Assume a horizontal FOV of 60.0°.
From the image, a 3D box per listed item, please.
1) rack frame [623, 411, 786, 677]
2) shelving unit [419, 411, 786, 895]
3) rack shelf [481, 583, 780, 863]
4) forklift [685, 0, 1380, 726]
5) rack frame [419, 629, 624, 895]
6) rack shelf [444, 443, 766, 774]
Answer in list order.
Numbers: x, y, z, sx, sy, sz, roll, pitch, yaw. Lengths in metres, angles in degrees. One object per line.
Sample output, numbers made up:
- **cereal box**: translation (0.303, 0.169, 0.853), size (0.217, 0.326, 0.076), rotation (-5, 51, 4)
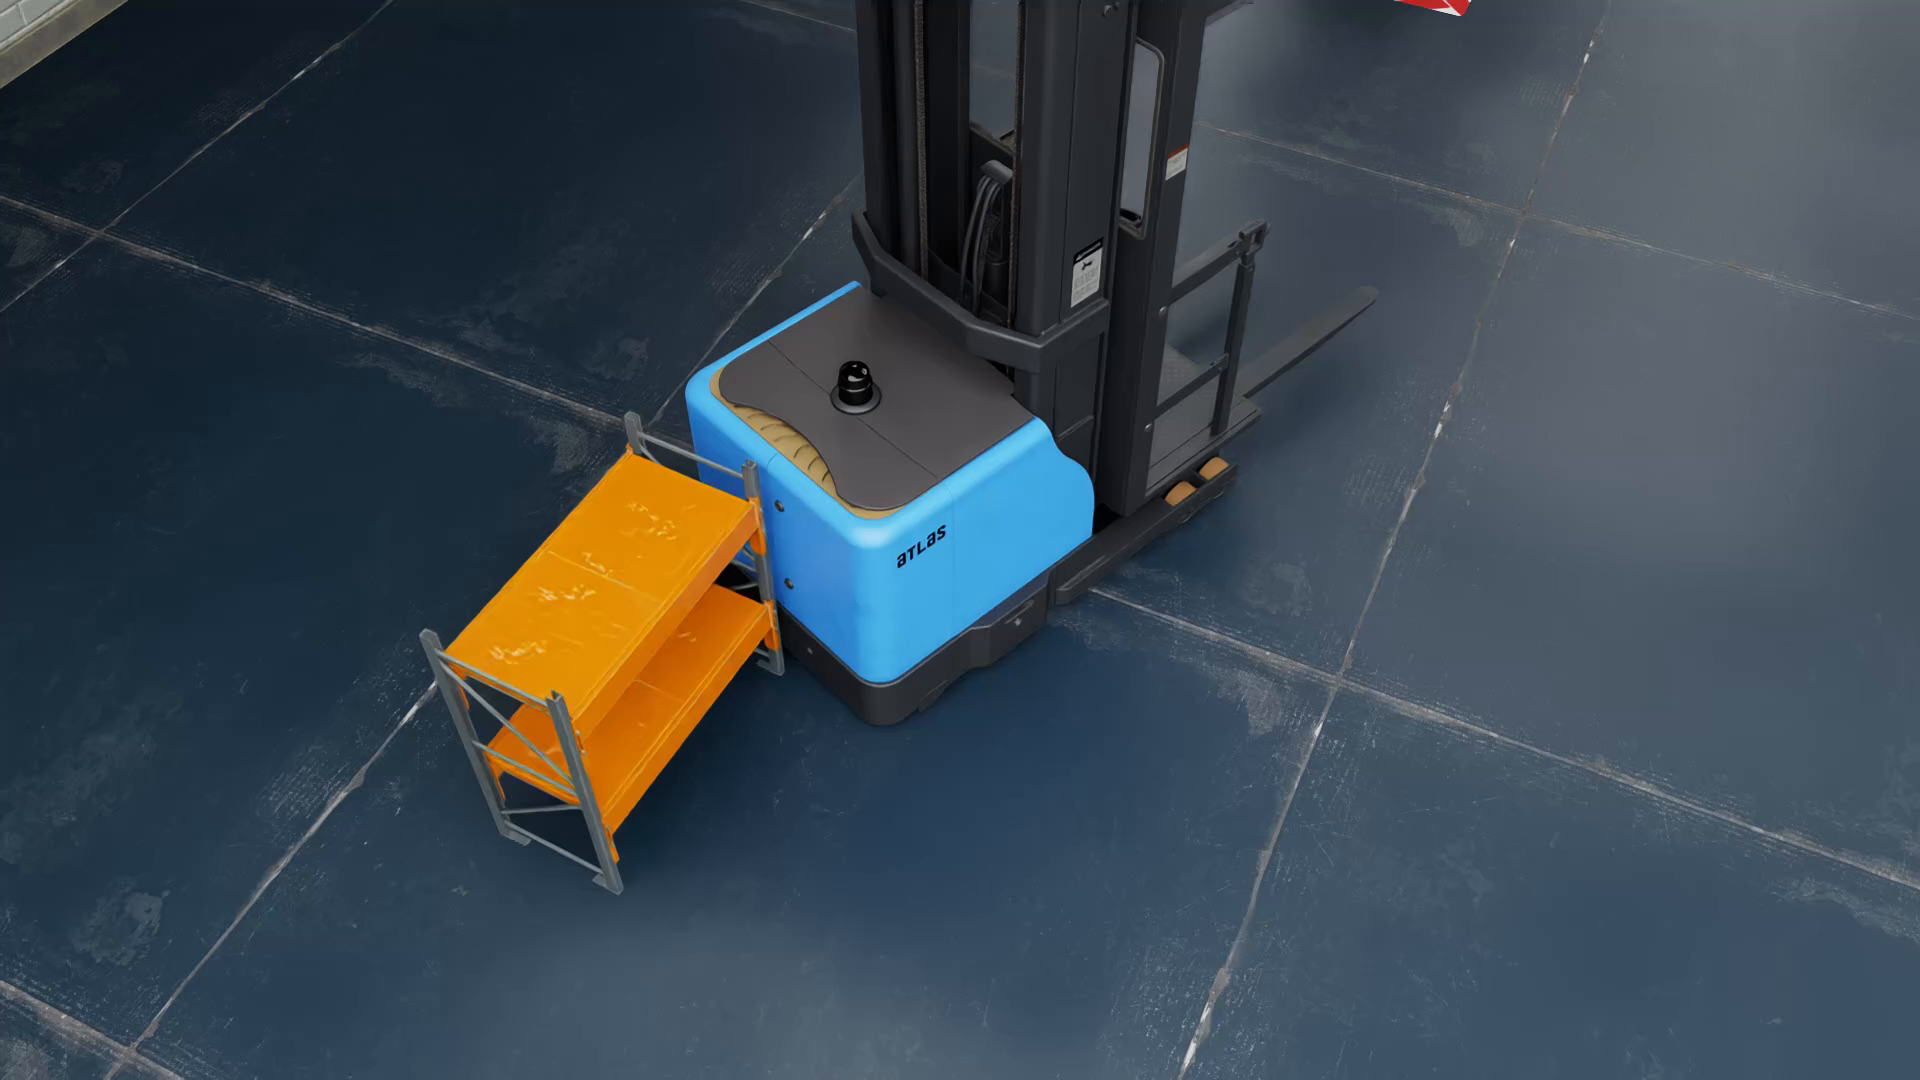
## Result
- **rack frame**: translation (-0.873, 0.040, 5.792), size (0.500, 1.125, 0.032), rotation (22, 53, 18)
- **shelving unit**: translation (-1.113, 0.381, 5.502), size (0.538, 1.125, 1.048), rotation (22, 53, 18)
- **rack shelf**: translation (-1.113, 0.540, 5.688), size (0.538, 0.278, 1.000), rotation (22, 53, 18)
- **forklift**: translation (0.476, -1.284, 5.733), size (3.031, 2.935, 1.130), rotation (-35, 58, -26)
- **rack frame**: translation (-1.353, 0.723, 5.212), size (0.500, 1.125, 0.032), rotation (22, 53, 18)
- **rack shelf**: translation (-1.113, 0.192, 5.279), size (0.538, 0.278, 1.000), rotation (22, 53, 18)
